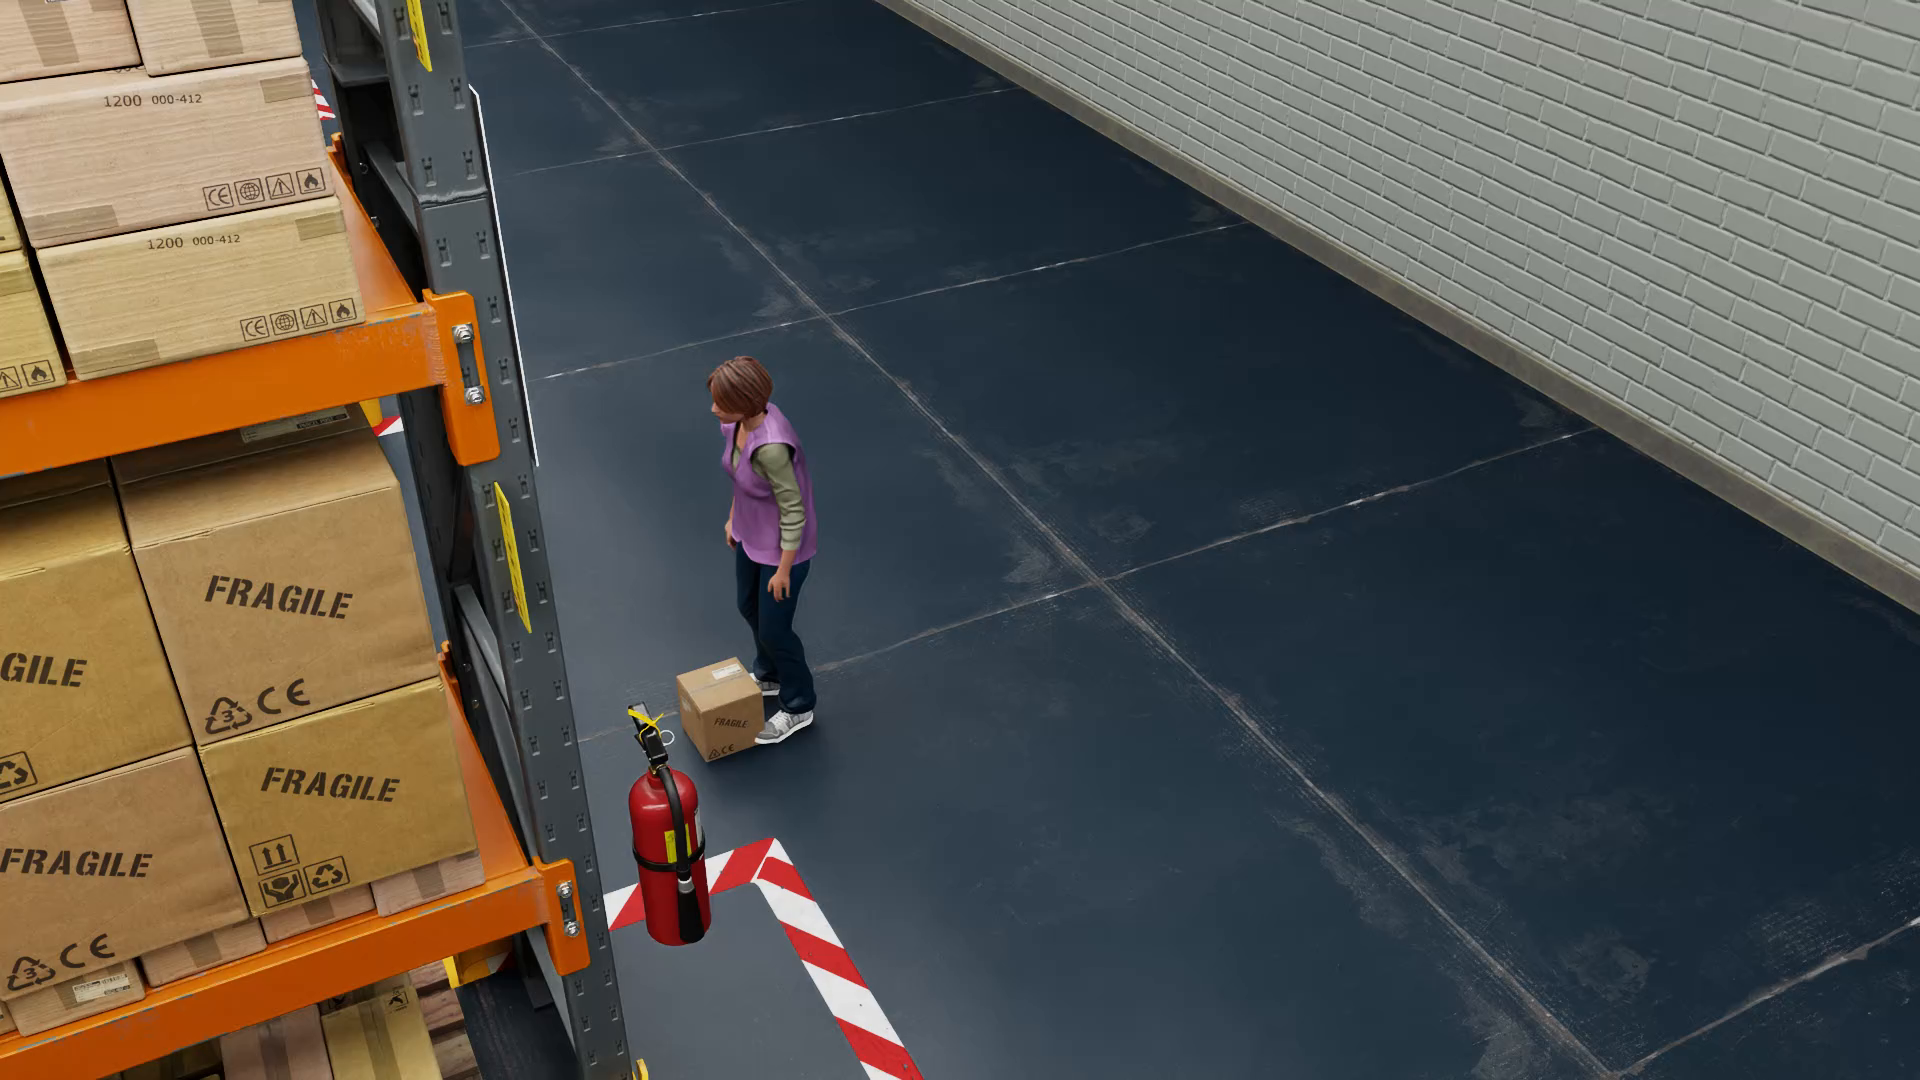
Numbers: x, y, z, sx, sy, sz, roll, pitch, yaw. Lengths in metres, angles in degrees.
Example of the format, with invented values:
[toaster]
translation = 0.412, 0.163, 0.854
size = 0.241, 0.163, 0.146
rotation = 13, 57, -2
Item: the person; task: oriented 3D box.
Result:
[person]
translation = -0.711, 0.027, 6.119
size = 0.344, 1.582, 0.460
rotation = -16, 37, -23
